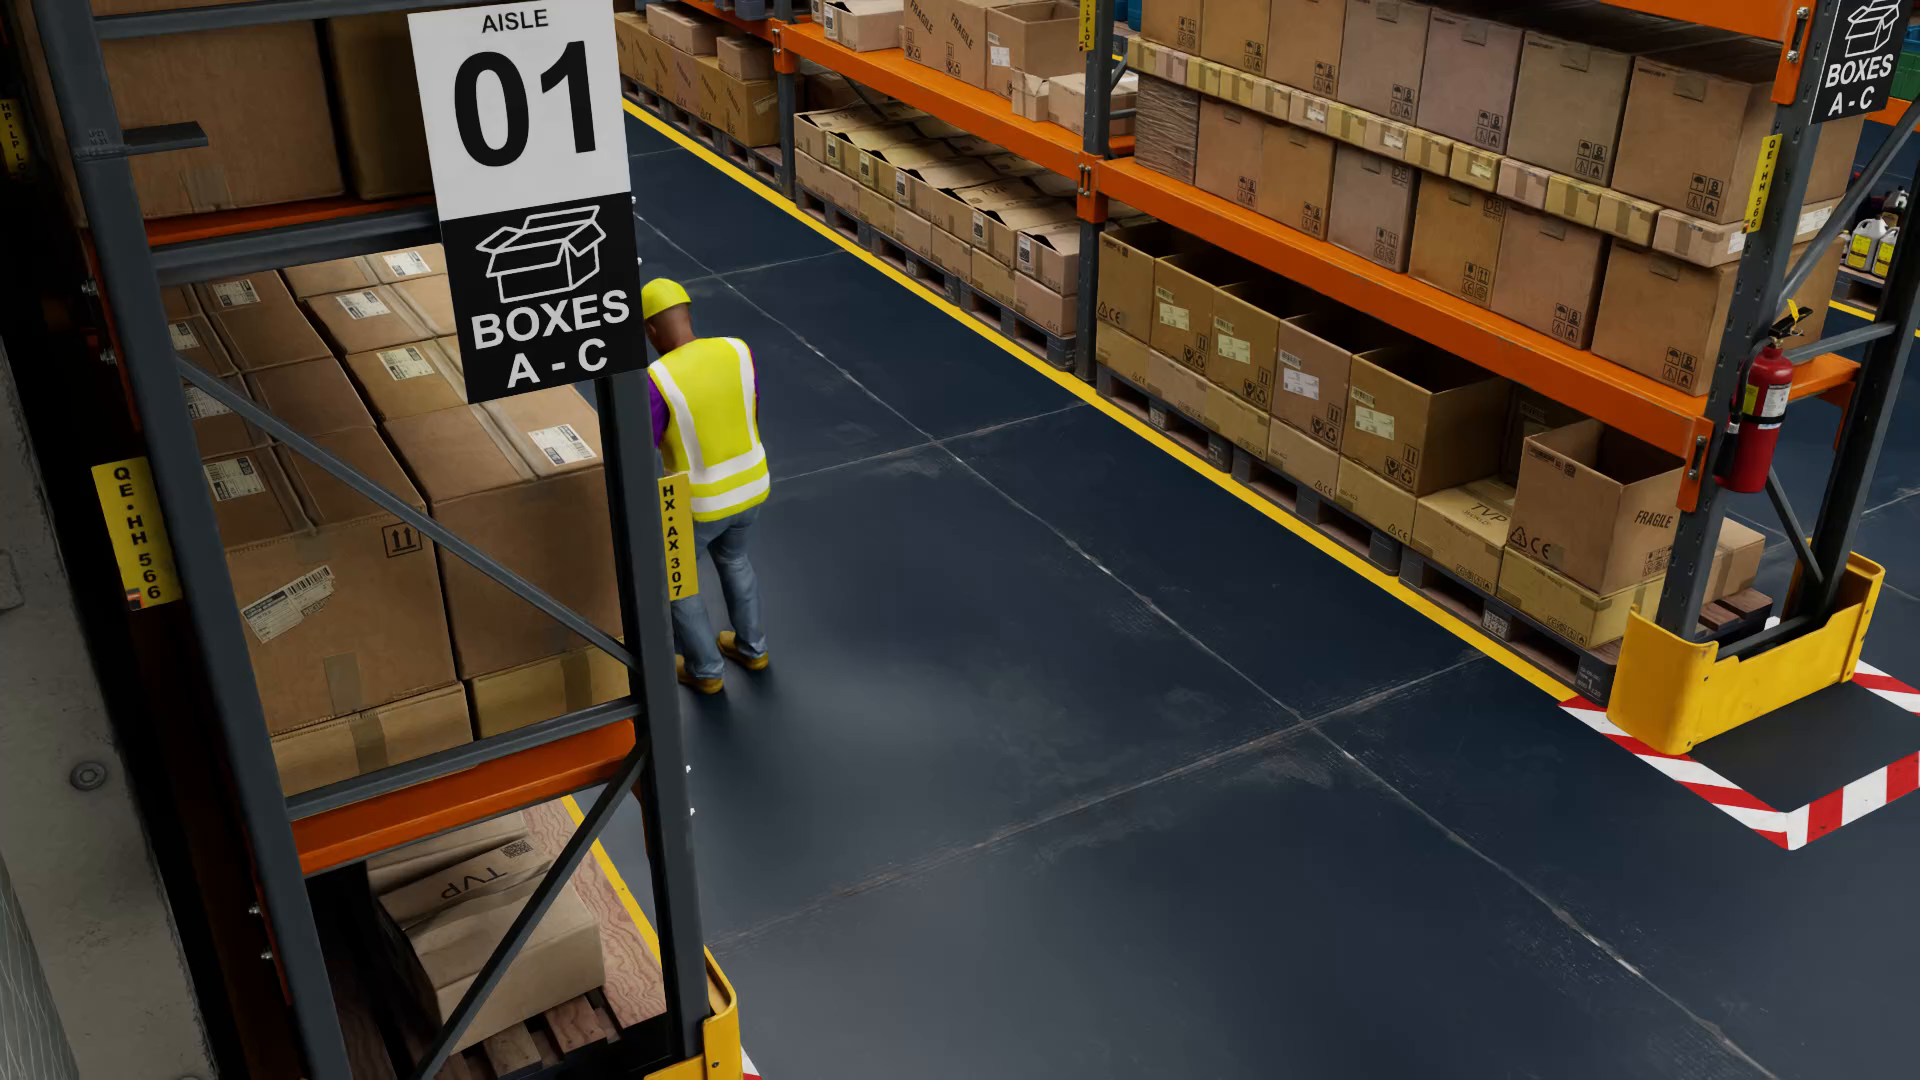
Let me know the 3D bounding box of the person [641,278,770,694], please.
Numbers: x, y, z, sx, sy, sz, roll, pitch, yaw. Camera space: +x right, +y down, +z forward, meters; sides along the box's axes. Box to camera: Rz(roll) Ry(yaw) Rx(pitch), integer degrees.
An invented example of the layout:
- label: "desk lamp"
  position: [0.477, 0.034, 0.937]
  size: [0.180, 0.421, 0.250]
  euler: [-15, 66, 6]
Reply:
- label: "person"
  position: [-1.036, -0.195, 6.546]
  size: [0.602, 1.683, 0.511]
  euler: [-23, 36, -36]
